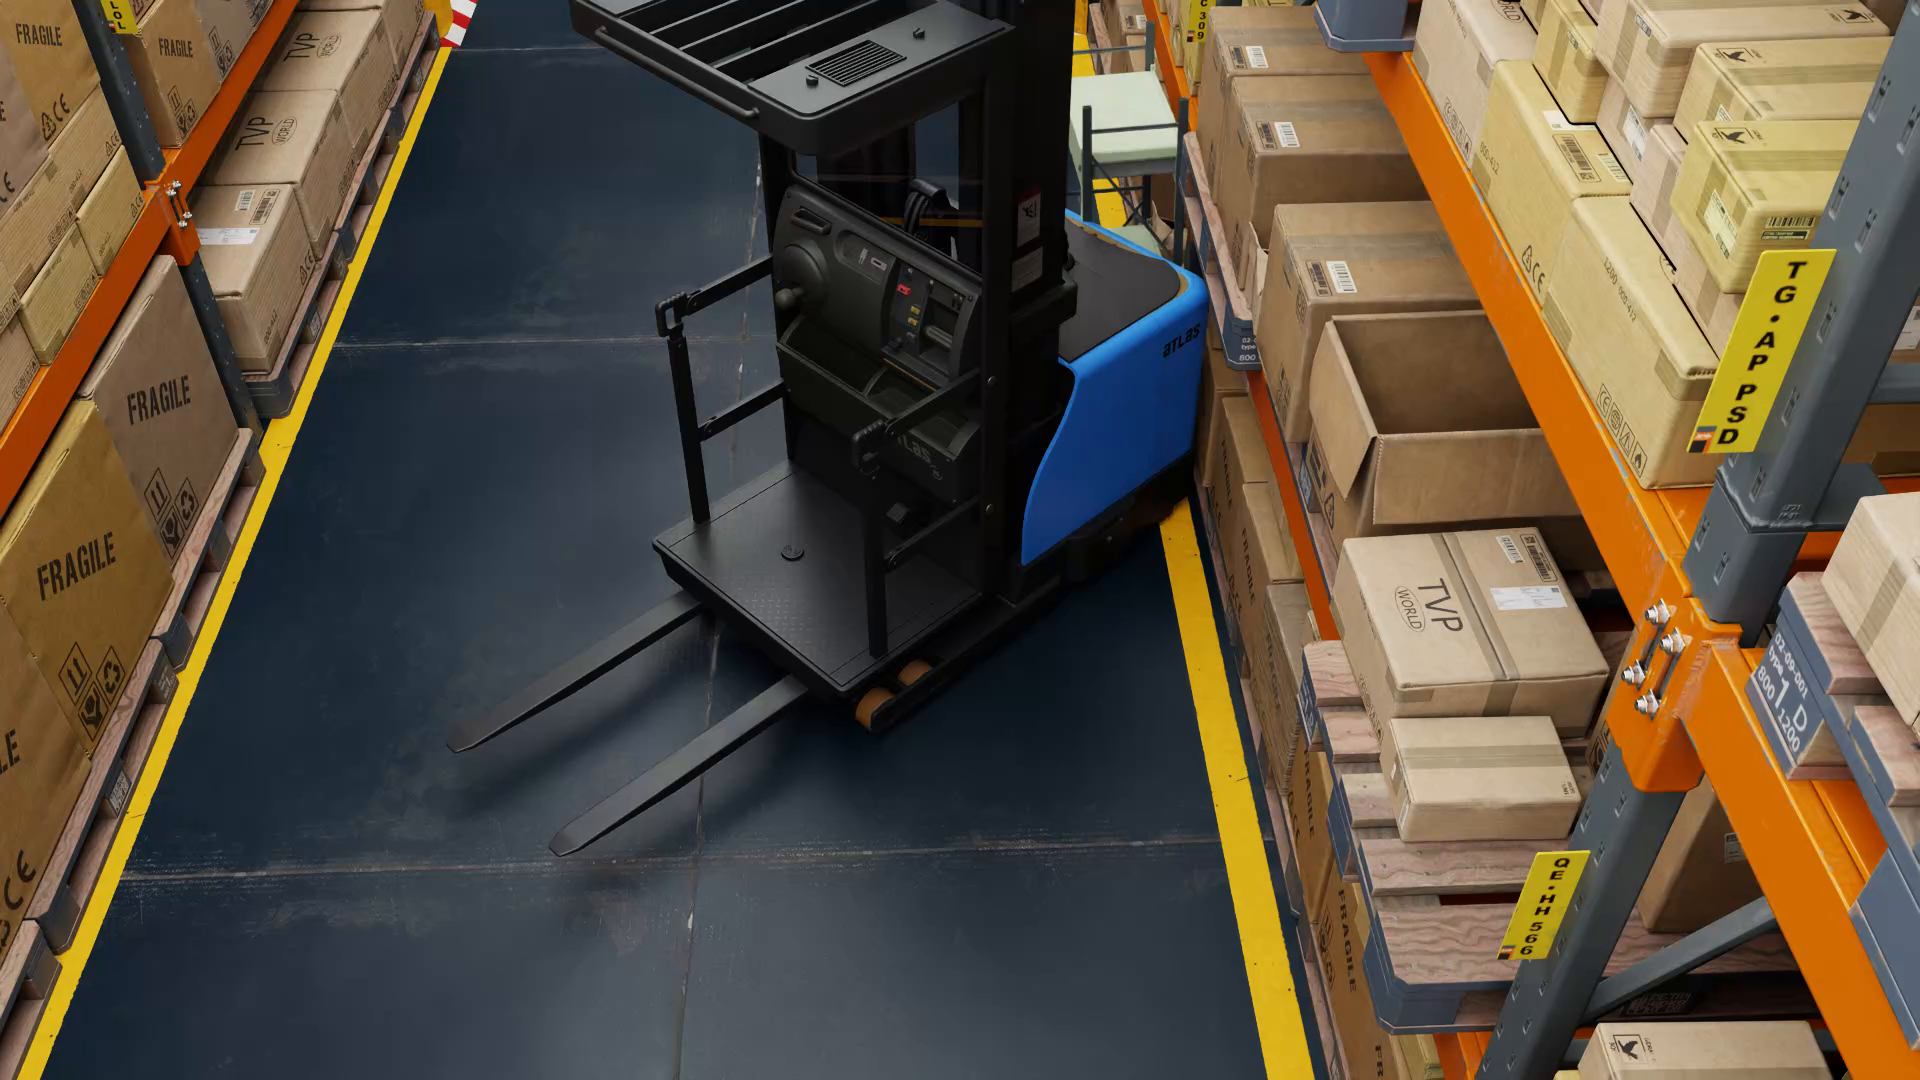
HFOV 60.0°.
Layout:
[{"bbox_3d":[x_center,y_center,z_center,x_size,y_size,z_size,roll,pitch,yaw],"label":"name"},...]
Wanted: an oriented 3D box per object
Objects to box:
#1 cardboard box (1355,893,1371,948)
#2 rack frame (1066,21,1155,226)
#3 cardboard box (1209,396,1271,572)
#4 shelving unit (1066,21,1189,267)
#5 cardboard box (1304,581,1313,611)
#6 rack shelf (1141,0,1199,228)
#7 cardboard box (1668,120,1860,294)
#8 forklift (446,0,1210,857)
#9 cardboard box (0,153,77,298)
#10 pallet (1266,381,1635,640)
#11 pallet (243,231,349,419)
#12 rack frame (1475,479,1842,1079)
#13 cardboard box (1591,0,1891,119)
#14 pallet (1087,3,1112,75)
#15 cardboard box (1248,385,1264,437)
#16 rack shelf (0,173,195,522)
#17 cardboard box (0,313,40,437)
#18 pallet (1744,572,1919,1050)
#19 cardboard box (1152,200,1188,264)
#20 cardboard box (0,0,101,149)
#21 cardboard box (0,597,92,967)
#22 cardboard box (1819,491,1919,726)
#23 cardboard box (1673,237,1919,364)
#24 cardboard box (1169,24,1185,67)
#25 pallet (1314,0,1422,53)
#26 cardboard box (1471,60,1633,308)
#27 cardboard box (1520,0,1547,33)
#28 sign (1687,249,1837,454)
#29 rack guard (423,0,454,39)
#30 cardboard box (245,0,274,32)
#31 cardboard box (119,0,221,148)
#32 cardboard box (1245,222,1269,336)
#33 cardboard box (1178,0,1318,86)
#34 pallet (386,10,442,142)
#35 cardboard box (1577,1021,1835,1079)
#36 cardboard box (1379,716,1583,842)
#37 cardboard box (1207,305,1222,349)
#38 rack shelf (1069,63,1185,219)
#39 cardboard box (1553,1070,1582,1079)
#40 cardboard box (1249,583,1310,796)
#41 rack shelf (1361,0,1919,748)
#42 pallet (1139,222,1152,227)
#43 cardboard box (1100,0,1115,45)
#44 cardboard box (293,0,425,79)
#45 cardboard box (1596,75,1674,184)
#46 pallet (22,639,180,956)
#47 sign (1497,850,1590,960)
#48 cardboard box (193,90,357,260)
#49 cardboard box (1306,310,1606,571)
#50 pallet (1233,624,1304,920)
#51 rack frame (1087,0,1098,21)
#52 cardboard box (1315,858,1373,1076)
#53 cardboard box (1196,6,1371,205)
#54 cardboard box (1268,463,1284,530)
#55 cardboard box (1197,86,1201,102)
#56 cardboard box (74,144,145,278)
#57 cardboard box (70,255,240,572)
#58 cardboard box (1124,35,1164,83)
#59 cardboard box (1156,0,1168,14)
[{"bbox_3d":[1.280,1.058,4.435,0.380,0.149,0.250,-4,43,-4],"label":"cardboard box"},{"bbox_3d":[0.635,-1.525,7.277,0.400,1.500,0.023,-5,40,-2],"label":"rack frame"},{"bbox_3d":[1.255,-0.202,6.289,0.500,0.500,0.500,-2,43,-2],"label":"cardboard box"},{"bbox_3d":[0.665,-1.294,6.994,0.431,1.500,0.755,-5,40,-2],"label":"shelving unit"},{"bbox_3d":[1.335,0.178,5.395,0.380,0.149,0.250,-1,43,-2],"label":"cardboard box"},{"bbox_3d":[1.342,-2.745,8.058,1.077,0.370,4.000,-2,43,-2],"label":"rack shelf"},{"bbox_3d":[1.287,-0.491,2.441,0.380,0.149,0.250,0,43,0],"label":"cardboard box"},{"bbox_3d":[-0.443,-0.784,5.436,3.031,2.935,1.130,-34,52,-31],"label":"forklift"},{"bbox_3d":[-3.242,-1.017,5.380,0.500,0.250,0.500,-1,43,-1],"label":"cardboard box"},{"bbox_3d":[1.510,-0.202,4.893,1.003,0.211,1.213,-2,43,-2],"label":"pallet"},{"bbox_3d":[-3.486,-1.003,7.688,1.003,0.211,1.213,-2,43,-2],"label":"pallet"},{"bbox_3d":[1.597,1.040,3.396,1.000,3.000,0.127,-2,43,-2],"label":"rack frame"},{"bbox_3d":[1.319,-0.849,2.833,0.380,0.149,0.250,-3,43,-3],"label":"cardboard box"},{"bbox_3d":[1.295,-2.743,9.587,1.003,0.211,1.213,-2,43,-2],"label":"pallet"},{"bbox_3d":[1.288,-0.525,6.162,0.380,0.149,0.250,-4,43,-4],"label":"cardboard box"},{"bbox_3d":[-3.447,0.100,4.954,1.077,0.370,4.000,-2,43,-2],"label":"rack shelf"},{"bbox_3d":[-3.238,-0.480,5.164,0.500,0.250,0.500,-3,43,-3],"label":"cardboard box"},{"bbox_3d":[1.715,0.459,1.949,1.213,0.211,1.003,0,43,0],"label":"pallet"},{"bbox_3d":[1.095,-1.416,7.788,0.396,0.266,0.258,0,43,0],"label":"cardboard box"},{"bbox_3d":[-3.262,-1.627,5.491,0.500,0.500,0.500,0,43,0],"label":"cardboard box"},{"bbox_3d":[-3.342,0.742,4.982,0.875,0.875,0.875,-1,43,-1],"label":"cardboard box"},{"bbox_3d":[1.308,0.073,2.019,0.380,0.166,0.250,-2,43,-2],"label":"cardboard box"},{"bbox_3d":[1.341,-0.390,2.552,0.380,0.149,0.250,-1,43,-1],"label":"cardboard box"},{"bbox_3d":[1.093,-2.126,7.035,0.380,0.149,0.250,-1,43,-1],"label":"cardboard box"},{"bbox_3d":[1.432,-1.555,4.145,1.213,0.211,1.003,-2,43,-2],"label":"pallet"},{"bbox_3d":[1.311,-0.689,3.173,0.500,0.250,0.500,-2,43,-2],"label":"cardboard box"},{"bbox_3d":[1.349,-1.080,3.304,0.380,0.149,0.250,-1,43,-1],"label":"cardboard box"},{"bbox_3d":[1.055,-0.242,2.192,0.100,0.325,0.005,-2,43,-2],"label":"sign"},{"bbox_3d":[-3.703,-3.311,9.992,1.175,0.500,0.348,-2,43,-2],"label":"rack guard"},{"bbox_3d":[-3.322,-2.552,7.241,0.500,0.500,0.500,-1,43,-2],"label":"cardboard box"},{"bbox_3d":[-3.290,-1.877,6.503,0.500,0.500,0.500,0,43,0],"label":"cardboard box"},{"bbox_3d":[1.103,-0.817,5.210,0.396,0.266,0.258,0,43,0],"label":"cardboard box"},{"bbox_3d":[1.162,-2.052,6.659,0.500,0.250,0.500,-1,43,-1],"label":"cardboard box"},{"bbox_3d":[-3.590,-2.650,9.485,1.003,0.211,1.213,-2,43,-2],"label":"pallet"},{"bbox_3d":[1.316,0.988,2.899,0.380,0.149,0.250,0,43,-1],"label":"cardboard box"},{"bbox_3d":[1.186,0.545,3.810,0.380,0.149,0.250,-1,43,-1],"label":"cardboard box"},{"bbox_3d":[1.177,-0.883,6.553,0.380,0.149,0.250,0,43,0],"label":"cardboard box"},{"bbox_3d":[0.646,-1.595,6.746,0.431,0.370,0.720,-5,40,-2],"label":"rack shelf"},{"bbox_3d":[1.347,1.218,2.942,0.500,0.250,0.500,-2,43,-2],"label":"cardboard box"},{"bbox_3d":[1.288,0.486,5.539,0.500,0.500,0.500,-3,43,-3],"label":"cardboard box"},{"bbox_3d":[1.512,-1.151,4.098,1.077,0.370,4.000,-2,43,-2],"label":"rack shelf"},{"bbox_3d":[1.399,-1.096,7.790,1.003,0.211,1.213,-2,43,-2],"label":"pallet"},{"bbox_3d":[1.189,-3.180,9.536,0.797,0.503,0.637,-3,43,-3],"label":"cardboard box"},{"bbox_3d":[-3.574,-2.983,9.370,0.875,0.438,0.875,-3,43,-3],"label":"cardboard box"},{"bbox_3d":[1.364,-0.744,2.937,0.380,0.149,0.250,-1,43,-1],"label":"cardboard box"},{"bbox_3d":[-3.369,0.857,5.659,1.003,0.211,1.213,-2,43,-2],"label":"pallet"},{"bbox_3d":[1.055,0.664,3.007,0.100,0.325,0.005,-2,43,-2],"label":"sign"},{"bbox_3d":[-3.490,-1.757,8.032,0.875,0.438,0.875,-3,43,-3],"label":"cardboard box"},{"bbox_3d":[1.343,-0.250,4.415,0.797,0.503,0.637,-3,43,-3],"label":"cardboard box"},{"bbox_3d":[1.554,0.741,5.785,1.003,0.211,1.213,-2,43,-2],"label":"pallet"},{"bbox_3d":[1.257,-4.361,9.288,1.000,3.000,0.127,-2,43,-2],"label":"rack frame"},{"bbox_3d":[1.354,1.189,4.772,0.500,0.500,0.500,-2,43,-2],"label":"cardboard box"},{"bbox_3d":[1.224,-1.519,5.803,0.700,0.500,0.500,-1,43,-1],"label":"cardboard box"},{"bbox_3d":[1.286,-0.171,5.776,0.380,0.149,0.250,-2,43,-2],"label":"cardboard box"},{"bbox_3d":[1.161,-1.776,6.653,0.380,0.149,0.250,-1,43,-1],"label":"cardboard box"},{"bbox_3d":[-3.261,-1.165,5.912,0.500,0.250,0.500,-3,43,-3],"label":"cardboard box"},{"bbox_3d":[-3.426,-0.471,6.305,0.875,0.875,0.875,0,43,0],"label":"cardboard box"},{"bbox_3d":[1.109,-2.241,8.514,0.500,0.500,0.500,-1,43,-1],"label":"cardboard box"},{"bbox_3d":[1.070,-2.475,7.416,0.380,0.149,0.250,-2,43,-2],"label":"cardboard box"}]
